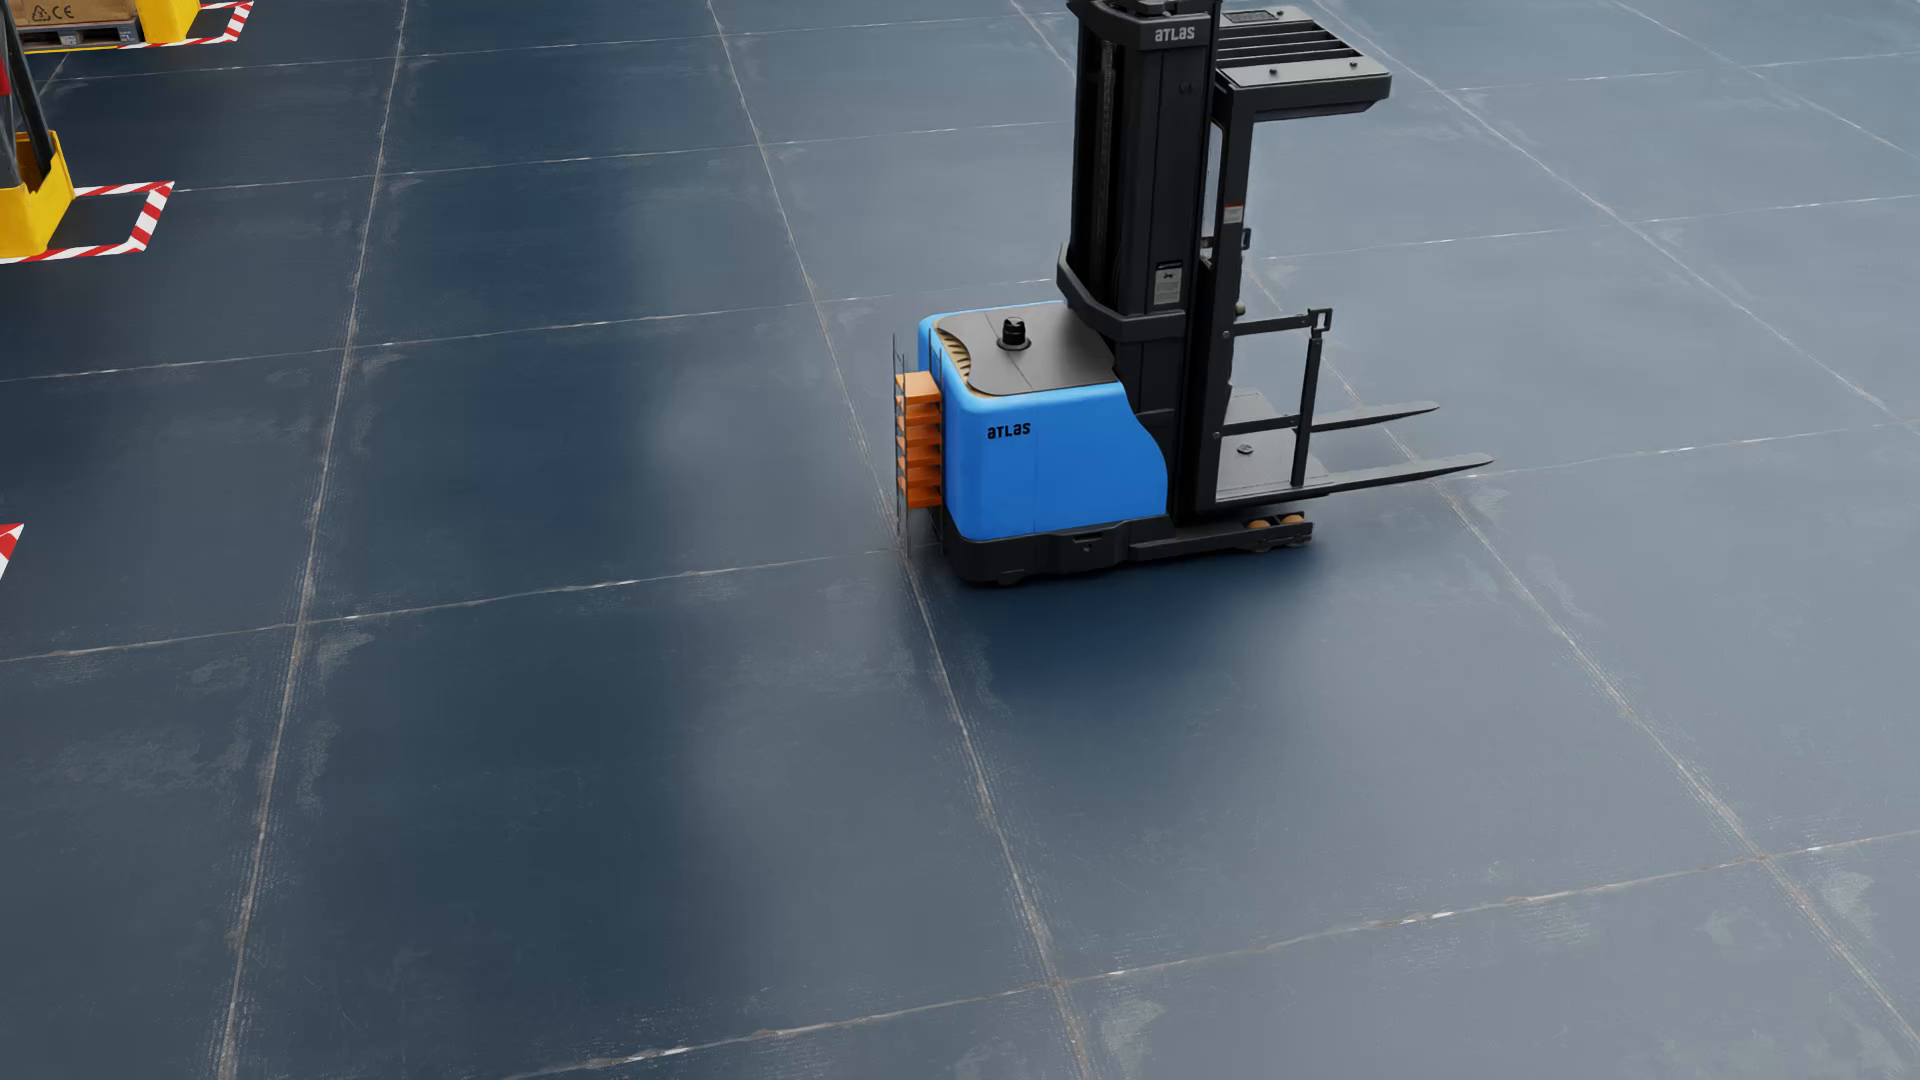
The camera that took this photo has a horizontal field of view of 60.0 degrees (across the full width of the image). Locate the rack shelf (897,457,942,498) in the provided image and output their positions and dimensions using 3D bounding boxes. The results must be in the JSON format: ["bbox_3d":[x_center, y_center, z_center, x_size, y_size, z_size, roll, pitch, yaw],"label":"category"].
[{"bbox_3d":[-0.208,-0.331,8.462,0.180,0.103,0.258,-8,35,-12],"label":"rack shelf"}]

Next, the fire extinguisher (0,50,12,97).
[{"bbox_3d":[-6.489,-3.295,11.037,0.183,0.674,0.296,-7,35,-11],"label":"fire extinguisher"}]

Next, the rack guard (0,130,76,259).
[{"bbox_3d":[-6.777,-2.516,12.050,0.348,0.500,1.175,-7,35,-11],"label":"rack guard"}]

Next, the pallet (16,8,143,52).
[{"bbox_3d":[-8.461,-4.973,15.971,1.213,0.211,1.003,-7,35,-11],"label":"pallet"}]

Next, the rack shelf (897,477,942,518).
[{"bbox_3d":[-0.208,-0.232,8.529,0.180,0.103,0.258,-8,35,-12],"label":"rack shelf"}]

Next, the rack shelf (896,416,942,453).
[{"bbox_3d":[-0.208,-0.530,8.328,0.180,0.103,0.258,-8,35,-12],"label":"rack shelf"}]

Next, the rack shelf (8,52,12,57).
[{"bbox_3d":[-8.653,-3.019,11.202,4.000,0.370,1.077,-7,35,-11],"label":"rack shelf"}]

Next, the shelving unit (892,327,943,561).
[{"bbox_3d":[-0.208,-0.468,8.370,0.189,1.200,0.258,-8,35,-12],"label":"shelving unit"}]

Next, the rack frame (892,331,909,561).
[{"bbox_3d":[-0.297,-0.455,8.351,0.006,1.200,0.240,-8,35,-12],"label":"rack frame"}]

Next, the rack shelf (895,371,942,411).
[{"bbox_3d":[-0.208,-0.730,8.194,0.180,0.103,0.258,-8,35,-12],"label":"rack shelf"}]

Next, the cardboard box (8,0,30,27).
[{"bbox_3d":[-9.203,-5.335,15.538,0.875,0.875,0.875,-8,35,-11],"label":"cardboard box"}]

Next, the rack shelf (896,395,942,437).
[{"bbox_3d":[-0.208,-0.630,8.261,0.180,0.103,0.258,-8,35,-12],"label":"rack shelf"}]

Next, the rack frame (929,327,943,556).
[{"bbox_3d":[-0.120,-0.481,8.390,0.006,1.200,0.240,-8,35,-12],"label":"rack frame"}]

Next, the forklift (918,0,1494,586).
[{"bbox_3d":[1.345,-1.429,8.249,3.031,2.935,1.130,-8,35,-12],"label":"forklift"}]

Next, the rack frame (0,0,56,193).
[{"bbox_3d":[-6.702,-3.563,11.368,0.127,3.000,1.000,-7,35,-11],"label":"rack frame"}]

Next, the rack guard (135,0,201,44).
[{"bbox_3d":[-7.675,-5.236,16.104,0.348,0.500,1.175,-7,35,-11],"label":"rack guard"}]

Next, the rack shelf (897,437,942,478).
[{"bbox_3d":[-0.208,-0.431,8.395,0.180,0.103,0.258,-8,35,-12],"label":"rack shelf"}]

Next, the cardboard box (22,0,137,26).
[{"bbox_3d":[-8.345,-5.444,15.701,0.875,0.875,0.875,-7,34,-10],"label":"cardboard box"}]
